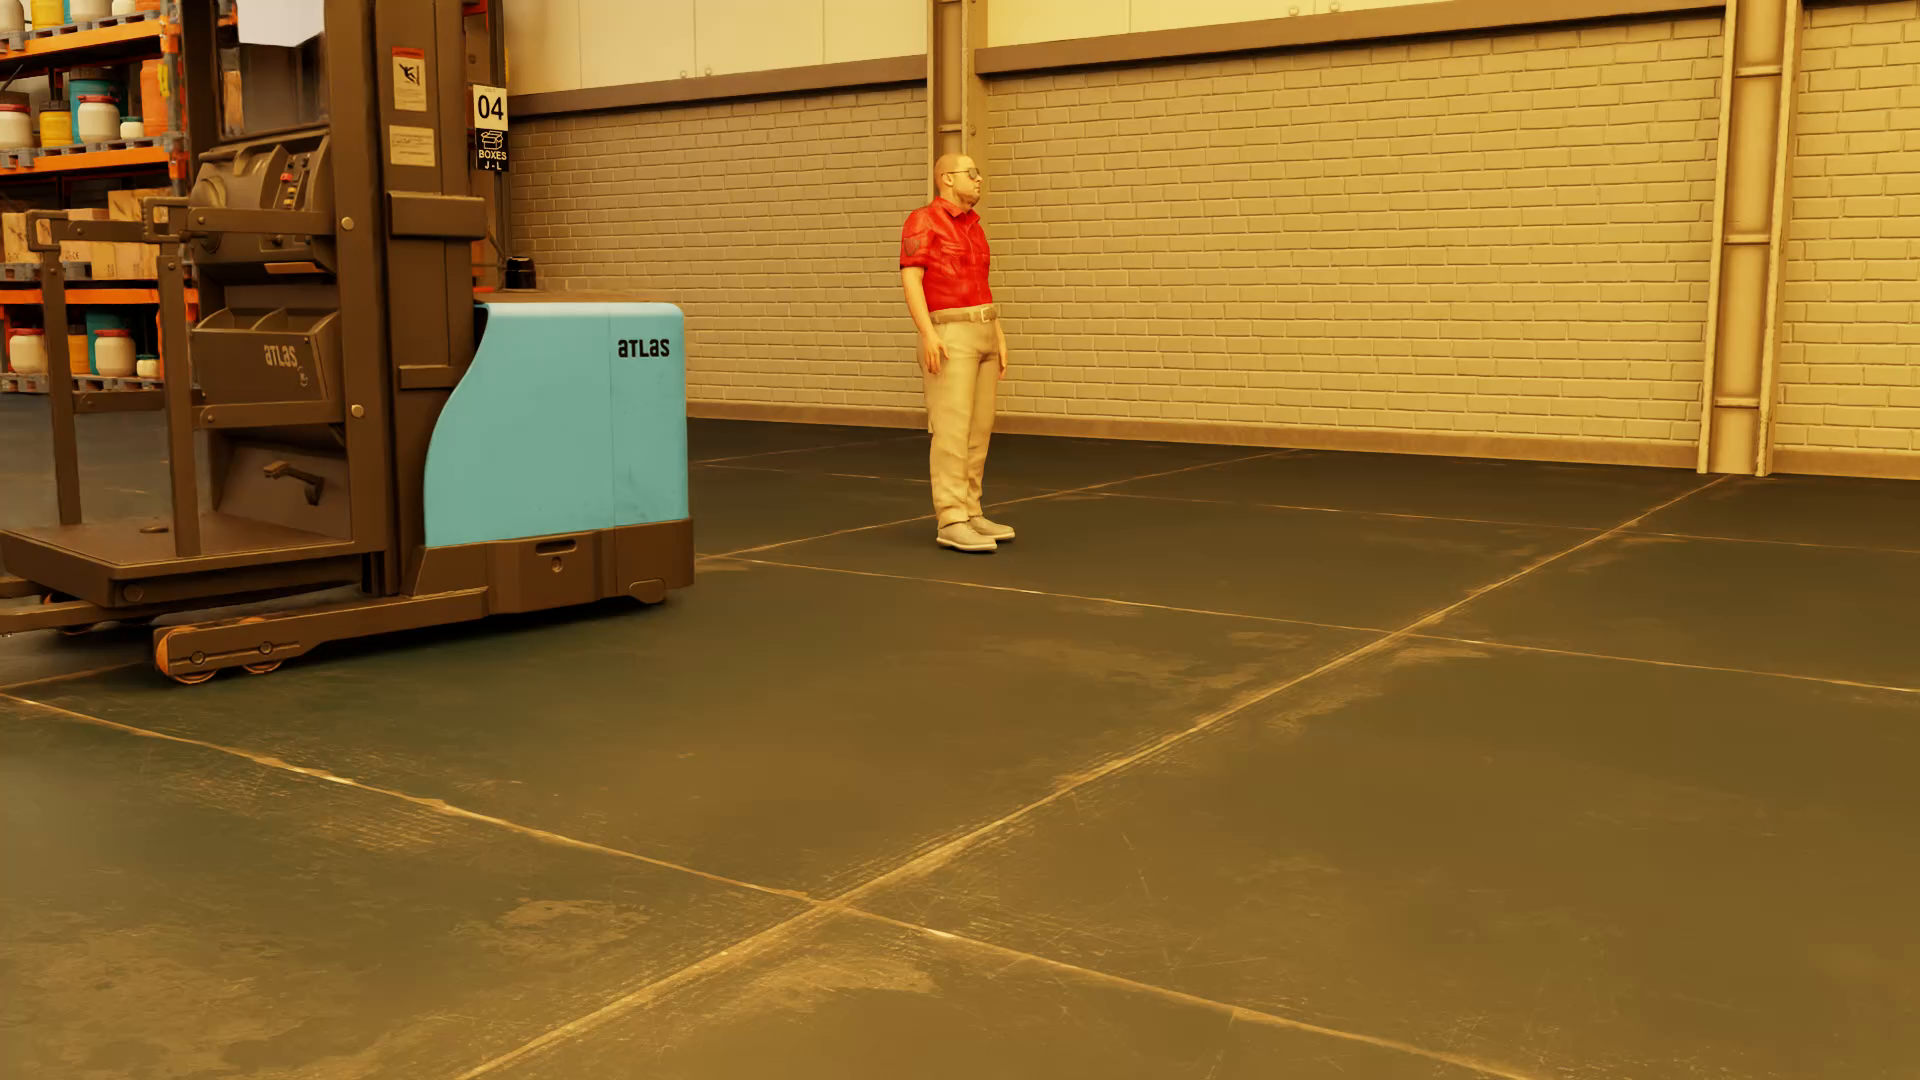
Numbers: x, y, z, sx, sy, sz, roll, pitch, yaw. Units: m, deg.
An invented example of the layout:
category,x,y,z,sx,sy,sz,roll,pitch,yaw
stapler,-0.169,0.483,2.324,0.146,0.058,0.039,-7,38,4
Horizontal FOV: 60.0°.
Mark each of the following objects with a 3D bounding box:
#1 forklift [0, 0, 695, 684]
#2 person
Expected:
category,x,y,z,sx,sy,sz,roll,pitch,yaw
forklift,-2.351,-1.123,5.087,1.130,2.935,3.031,8,11,44
person,0.068,-0.854,7.421,0.551,1.727,0.640,5,10,34
